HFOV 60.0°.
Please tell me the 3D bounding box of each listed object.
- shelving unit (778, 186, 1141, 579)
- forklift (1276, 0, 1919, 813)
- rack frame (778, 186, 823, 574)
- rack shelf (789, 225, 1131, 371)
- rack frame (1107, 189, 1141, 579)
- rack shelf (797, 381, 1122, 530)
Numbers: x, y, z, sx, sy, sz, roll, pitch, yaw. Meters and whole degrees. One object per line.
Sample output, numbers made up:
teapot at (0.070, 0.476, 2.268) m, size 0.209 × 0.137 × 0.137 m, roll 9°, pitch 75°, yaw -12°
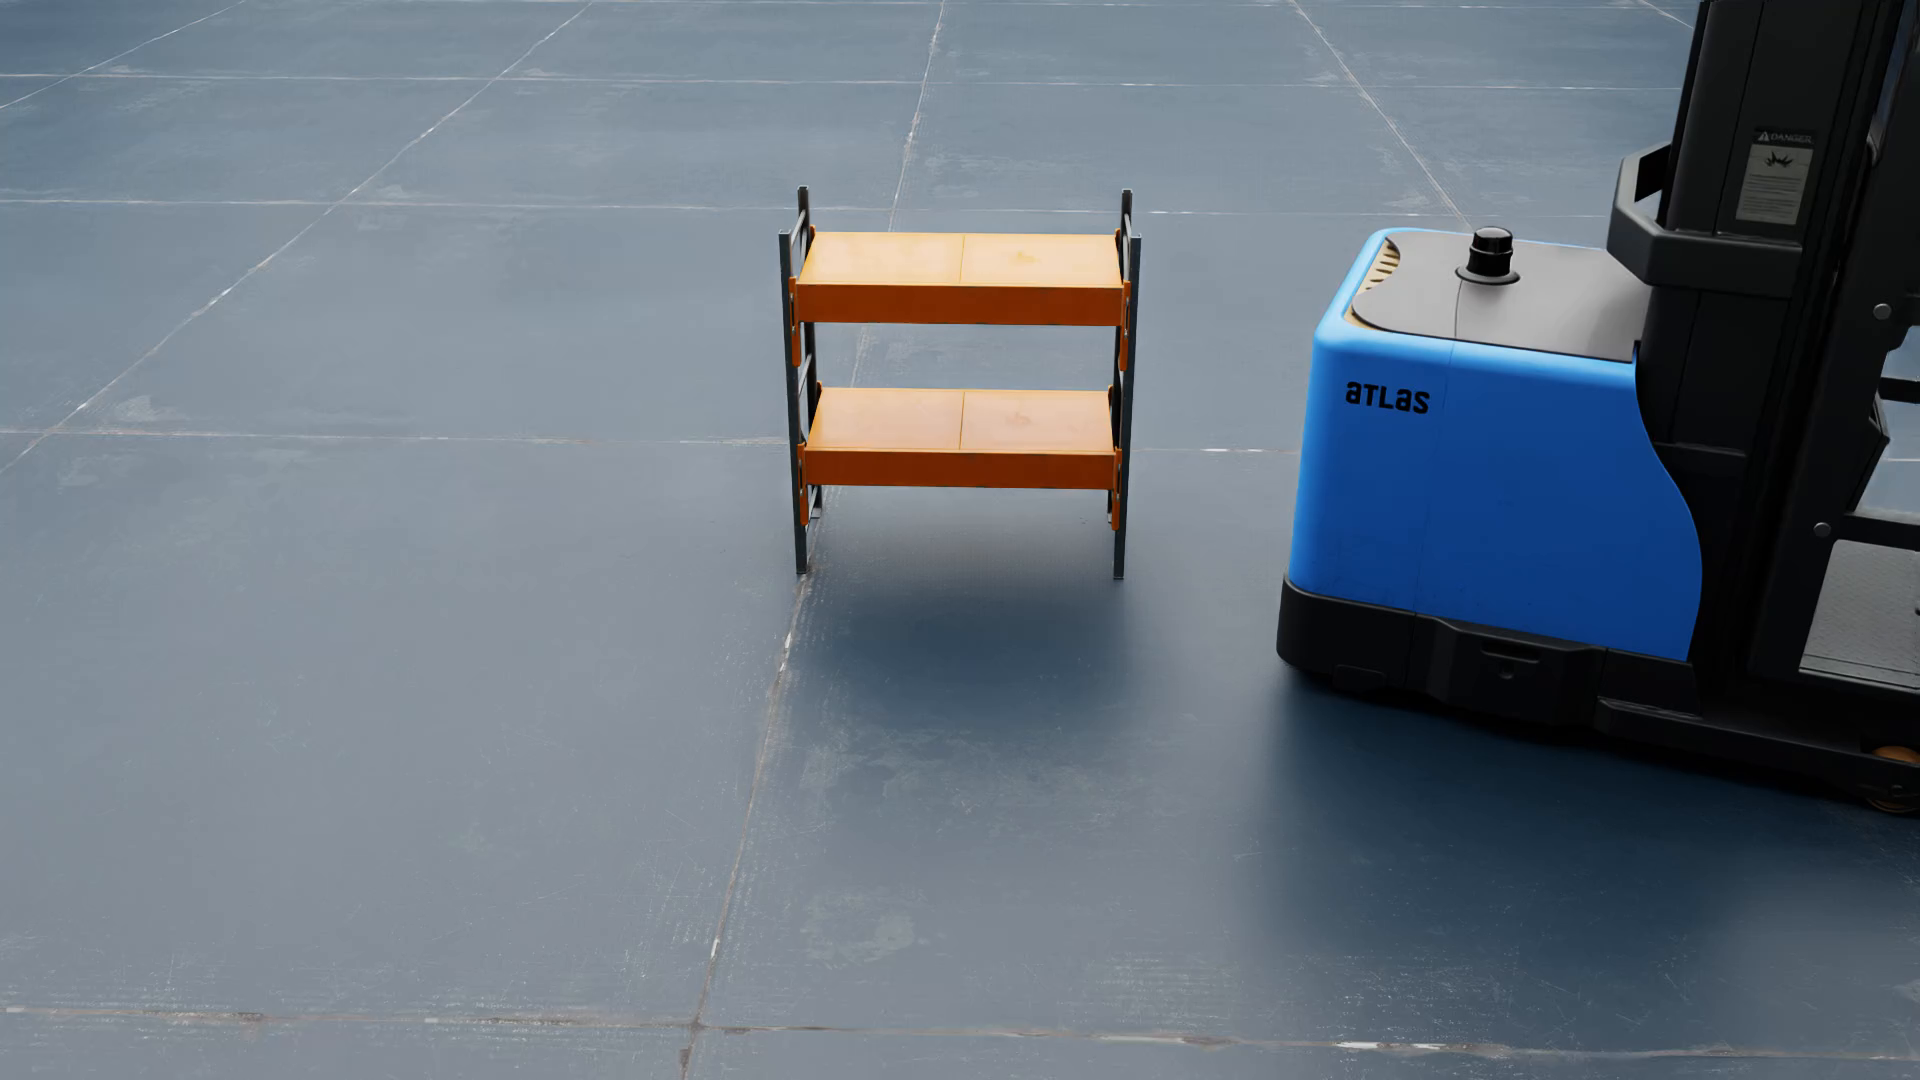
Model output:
shelving unit at (0.007, -0.497, 5.278) m, size 1.048 × 1.125 × 0.538 m, roll 1°, pitch 28°, yaw 2°
forklift at (2.480, -0.850, 4.016) m, size 3.031 × 2.935 × 1.130 m, roll 10°, pitch 30°, yaw 19°
rack frame at (-0.501, -0.505, 5.294) m, size 0.032 × 1.125 × 0.500 m, roll 1°, pitch 28°, yaw 2°
rack shelf at (0.007, -0.755, 5.141) m, size 1.000 × 0.278 × 0.538 m, roll 1°, pitch 28°, yaw 2°
rack frame at (0.515, -0.488, 5.262) m, size 0.032 × 1.125 × 0.500 m, roll 1°, pitch 28°, yaw 2°
rack shelf at (0.007, -0.281, 5.393) m, size 1.000 × 0.278 × 0.538 m, roll 1°, pitch 28°, yaw 2°
